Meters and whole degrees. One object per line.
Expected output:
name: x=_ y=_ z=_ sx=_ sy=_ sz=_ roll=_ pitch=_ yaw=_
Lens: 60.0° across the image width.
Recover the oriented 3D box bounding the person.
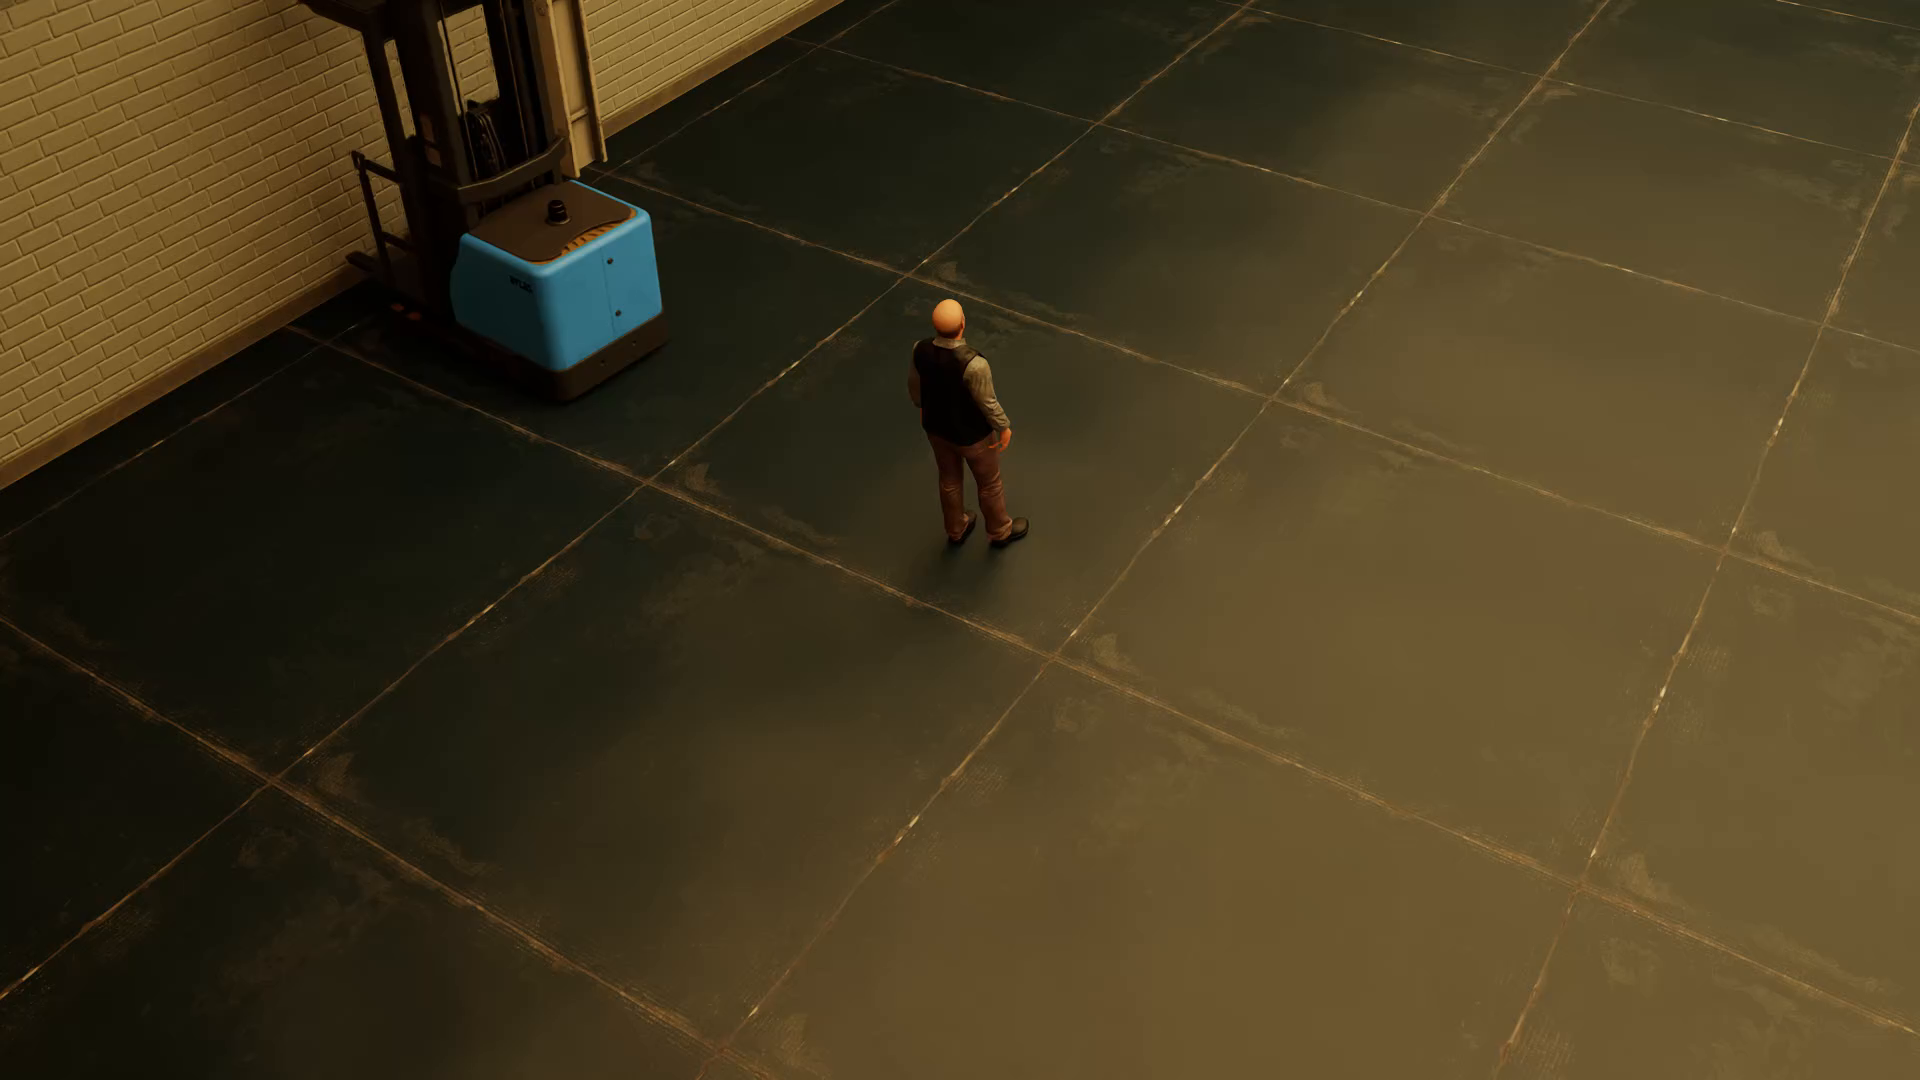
person: x=0.040 y=-0.694 z=9.711 sx=0.633 sy=1.722 sz=0.566 roll=22 pitch=45 yaw=24

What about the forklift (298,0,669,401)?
forklift: x=-3.549 y=-2.838 z=11.317 sx=3.031 sy=2.935 sz=1.130 roll=26 pitch=47 yaw=28
